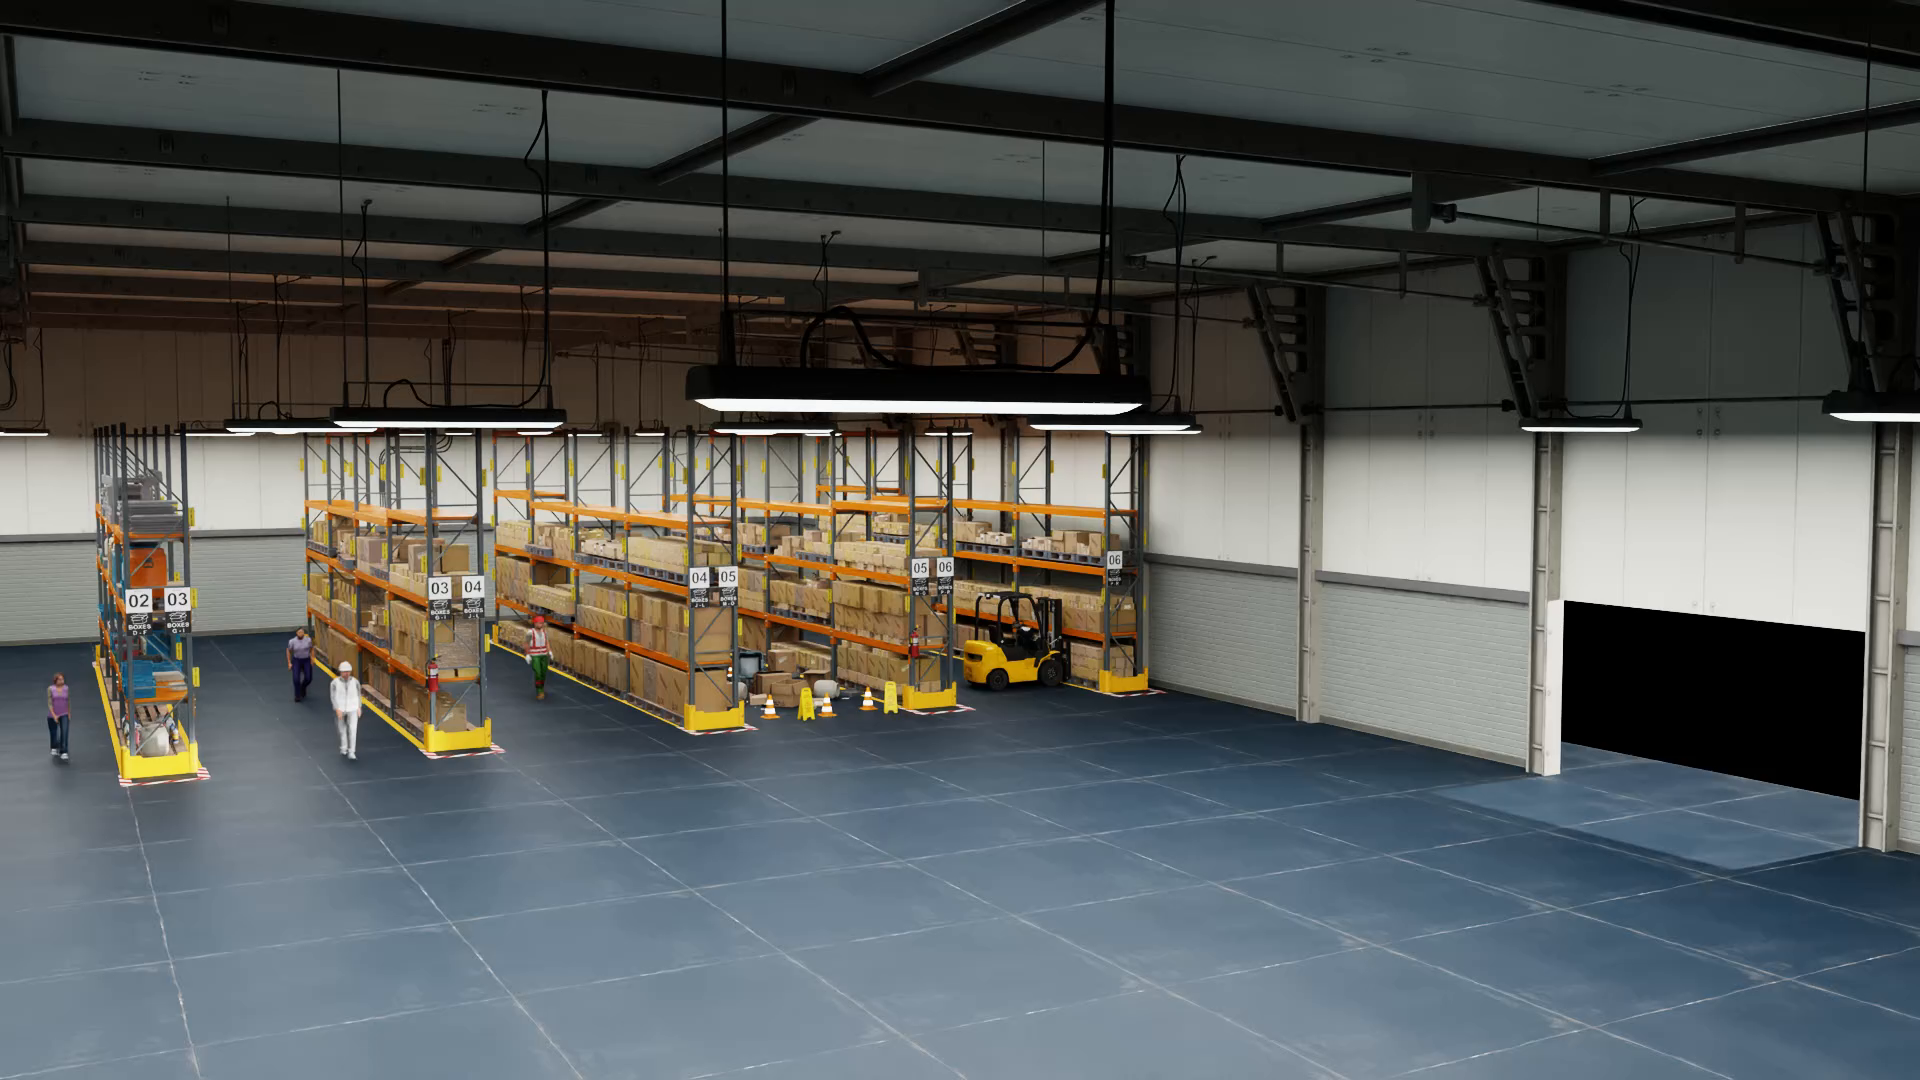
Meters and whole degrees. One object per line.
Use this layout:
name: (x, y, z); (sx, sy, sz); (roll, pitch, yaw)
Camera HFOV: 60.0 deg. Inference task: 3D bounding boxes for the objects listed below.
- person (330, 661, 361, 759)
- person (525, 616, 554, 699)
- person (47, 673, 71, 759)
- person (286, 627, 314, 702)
person: (-11.015, 3.040, 29.842); (0.532, 1.713, 0.988); (-1, 4, -23)
person: (-9.291, 2.609, 36.943); (0.666, 1.806, 0.550); (3, 5, 44)
person: (-16.135, 3.136, 29.809); (0.404, 1.520, 0.968); (-3, 4, -37)
person: (-14.505, 2.708, 36.568); (0.571, 1.632, 0.558); (-2, 4, -28)
